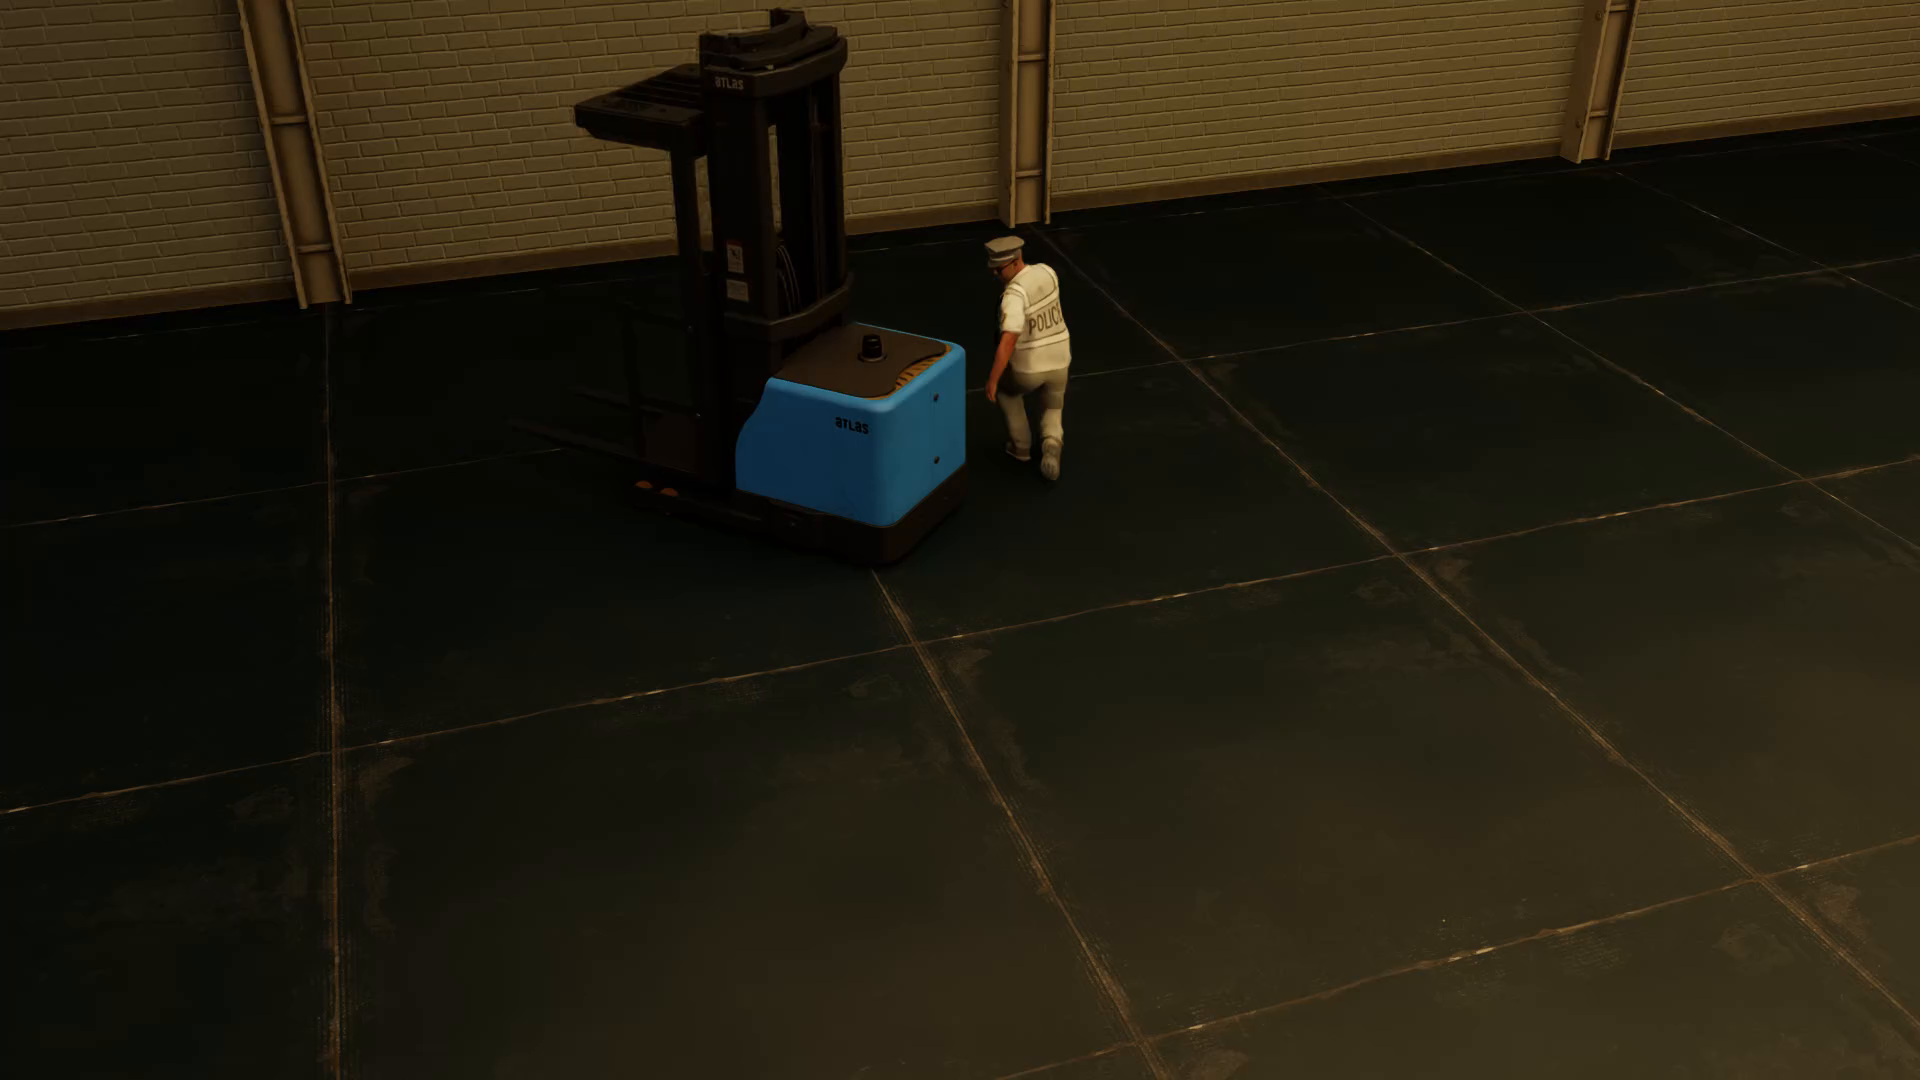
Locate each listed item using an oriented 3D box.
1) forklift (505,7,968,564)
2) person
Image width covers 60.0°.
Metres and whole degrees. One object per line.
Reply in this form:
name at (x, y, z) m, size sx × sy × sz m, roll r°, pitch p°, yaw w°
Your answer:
forklift at (-1.496, -1.640, 9.937) m, size 3.031 × 2.935 × 1.130 m, roll 15°, pitch 33°, yaw 24°
person at (0.398, -1.150, 10.546) m, size 0.654 × 1.531 × 0.830 m, roll -14°, pitch 33°, yaw -22°
